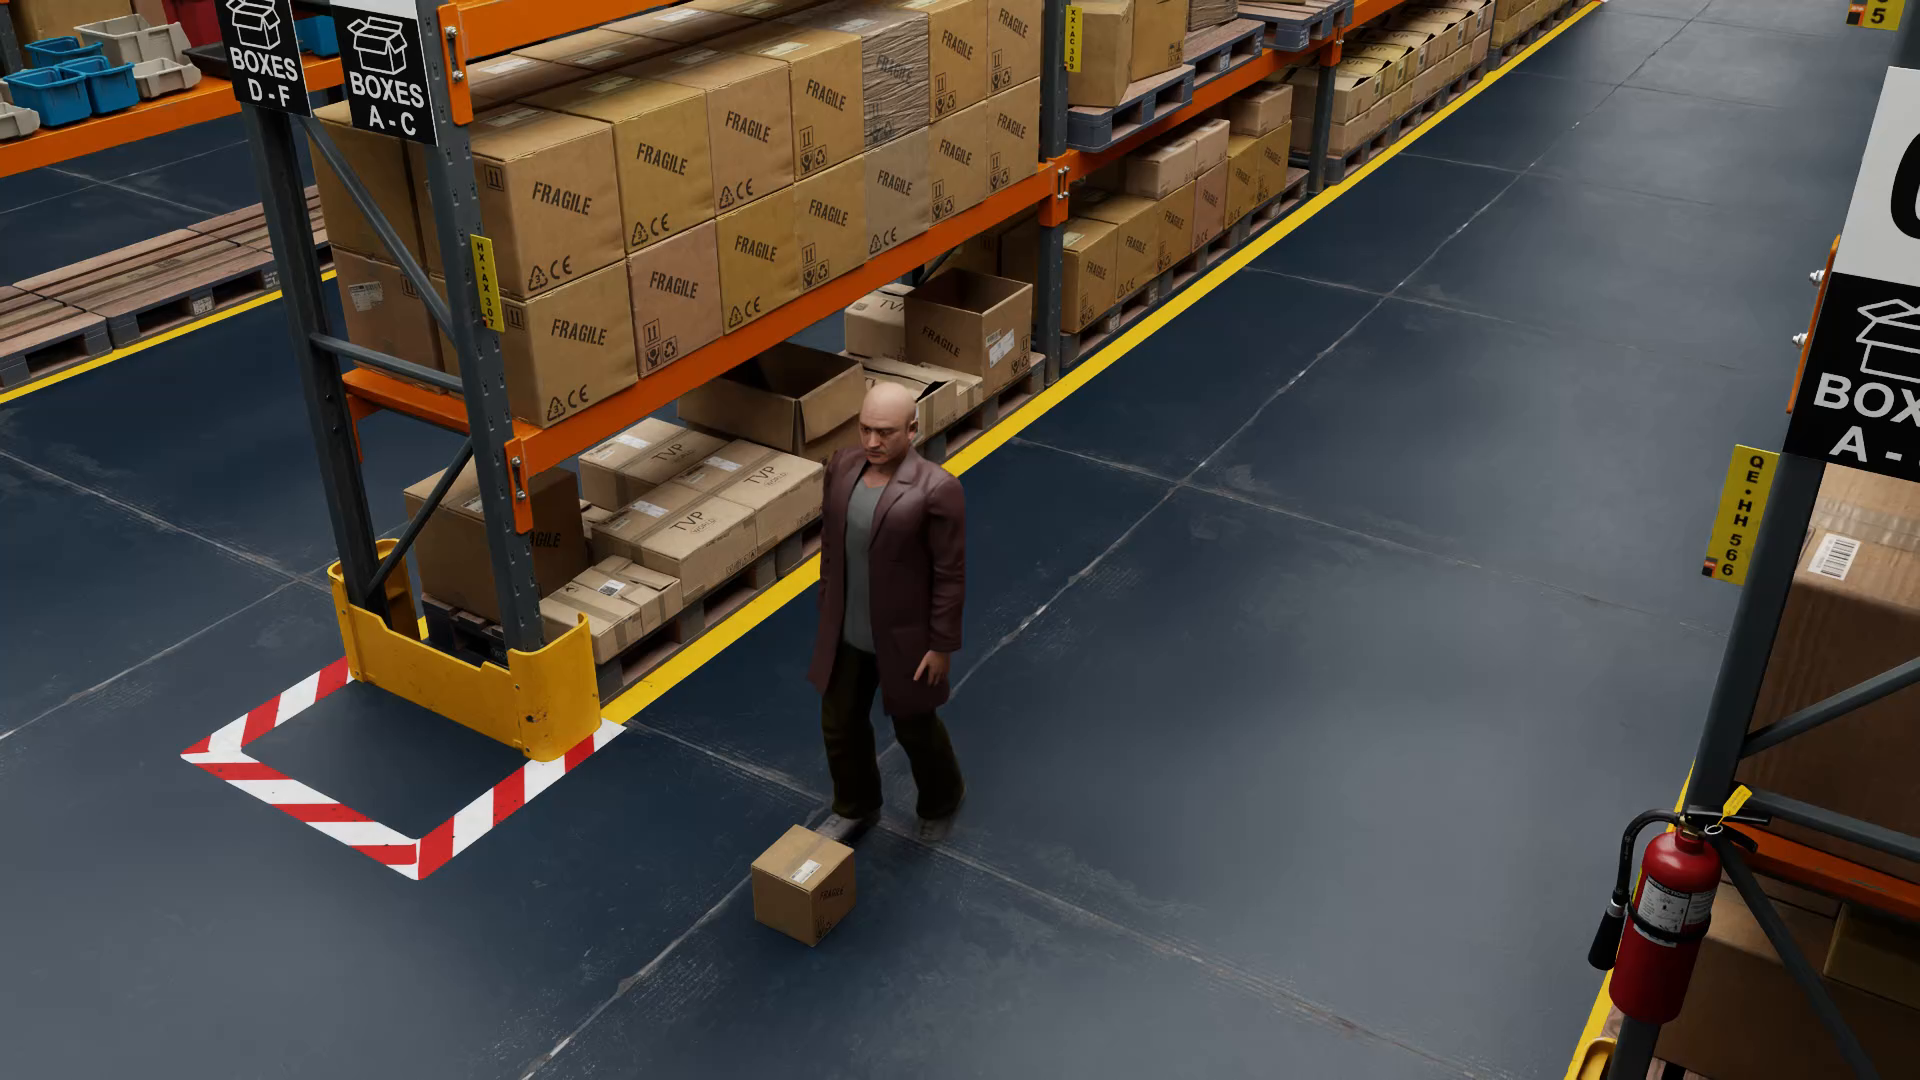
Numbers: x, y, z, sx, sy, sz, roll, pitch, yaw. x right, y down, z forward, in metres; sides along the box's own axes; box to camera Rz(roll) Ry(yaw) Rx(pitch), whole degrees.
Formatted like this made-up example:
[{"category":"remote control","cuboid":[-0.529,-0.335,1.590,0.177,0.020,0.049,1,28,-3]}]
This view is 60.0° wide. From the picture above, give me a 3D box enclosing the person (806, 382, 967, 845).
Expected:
[{"category":"person","cuboid":[-0.246,0.342,5.652,0.574,1.864,0.602,18,35,28]}]
